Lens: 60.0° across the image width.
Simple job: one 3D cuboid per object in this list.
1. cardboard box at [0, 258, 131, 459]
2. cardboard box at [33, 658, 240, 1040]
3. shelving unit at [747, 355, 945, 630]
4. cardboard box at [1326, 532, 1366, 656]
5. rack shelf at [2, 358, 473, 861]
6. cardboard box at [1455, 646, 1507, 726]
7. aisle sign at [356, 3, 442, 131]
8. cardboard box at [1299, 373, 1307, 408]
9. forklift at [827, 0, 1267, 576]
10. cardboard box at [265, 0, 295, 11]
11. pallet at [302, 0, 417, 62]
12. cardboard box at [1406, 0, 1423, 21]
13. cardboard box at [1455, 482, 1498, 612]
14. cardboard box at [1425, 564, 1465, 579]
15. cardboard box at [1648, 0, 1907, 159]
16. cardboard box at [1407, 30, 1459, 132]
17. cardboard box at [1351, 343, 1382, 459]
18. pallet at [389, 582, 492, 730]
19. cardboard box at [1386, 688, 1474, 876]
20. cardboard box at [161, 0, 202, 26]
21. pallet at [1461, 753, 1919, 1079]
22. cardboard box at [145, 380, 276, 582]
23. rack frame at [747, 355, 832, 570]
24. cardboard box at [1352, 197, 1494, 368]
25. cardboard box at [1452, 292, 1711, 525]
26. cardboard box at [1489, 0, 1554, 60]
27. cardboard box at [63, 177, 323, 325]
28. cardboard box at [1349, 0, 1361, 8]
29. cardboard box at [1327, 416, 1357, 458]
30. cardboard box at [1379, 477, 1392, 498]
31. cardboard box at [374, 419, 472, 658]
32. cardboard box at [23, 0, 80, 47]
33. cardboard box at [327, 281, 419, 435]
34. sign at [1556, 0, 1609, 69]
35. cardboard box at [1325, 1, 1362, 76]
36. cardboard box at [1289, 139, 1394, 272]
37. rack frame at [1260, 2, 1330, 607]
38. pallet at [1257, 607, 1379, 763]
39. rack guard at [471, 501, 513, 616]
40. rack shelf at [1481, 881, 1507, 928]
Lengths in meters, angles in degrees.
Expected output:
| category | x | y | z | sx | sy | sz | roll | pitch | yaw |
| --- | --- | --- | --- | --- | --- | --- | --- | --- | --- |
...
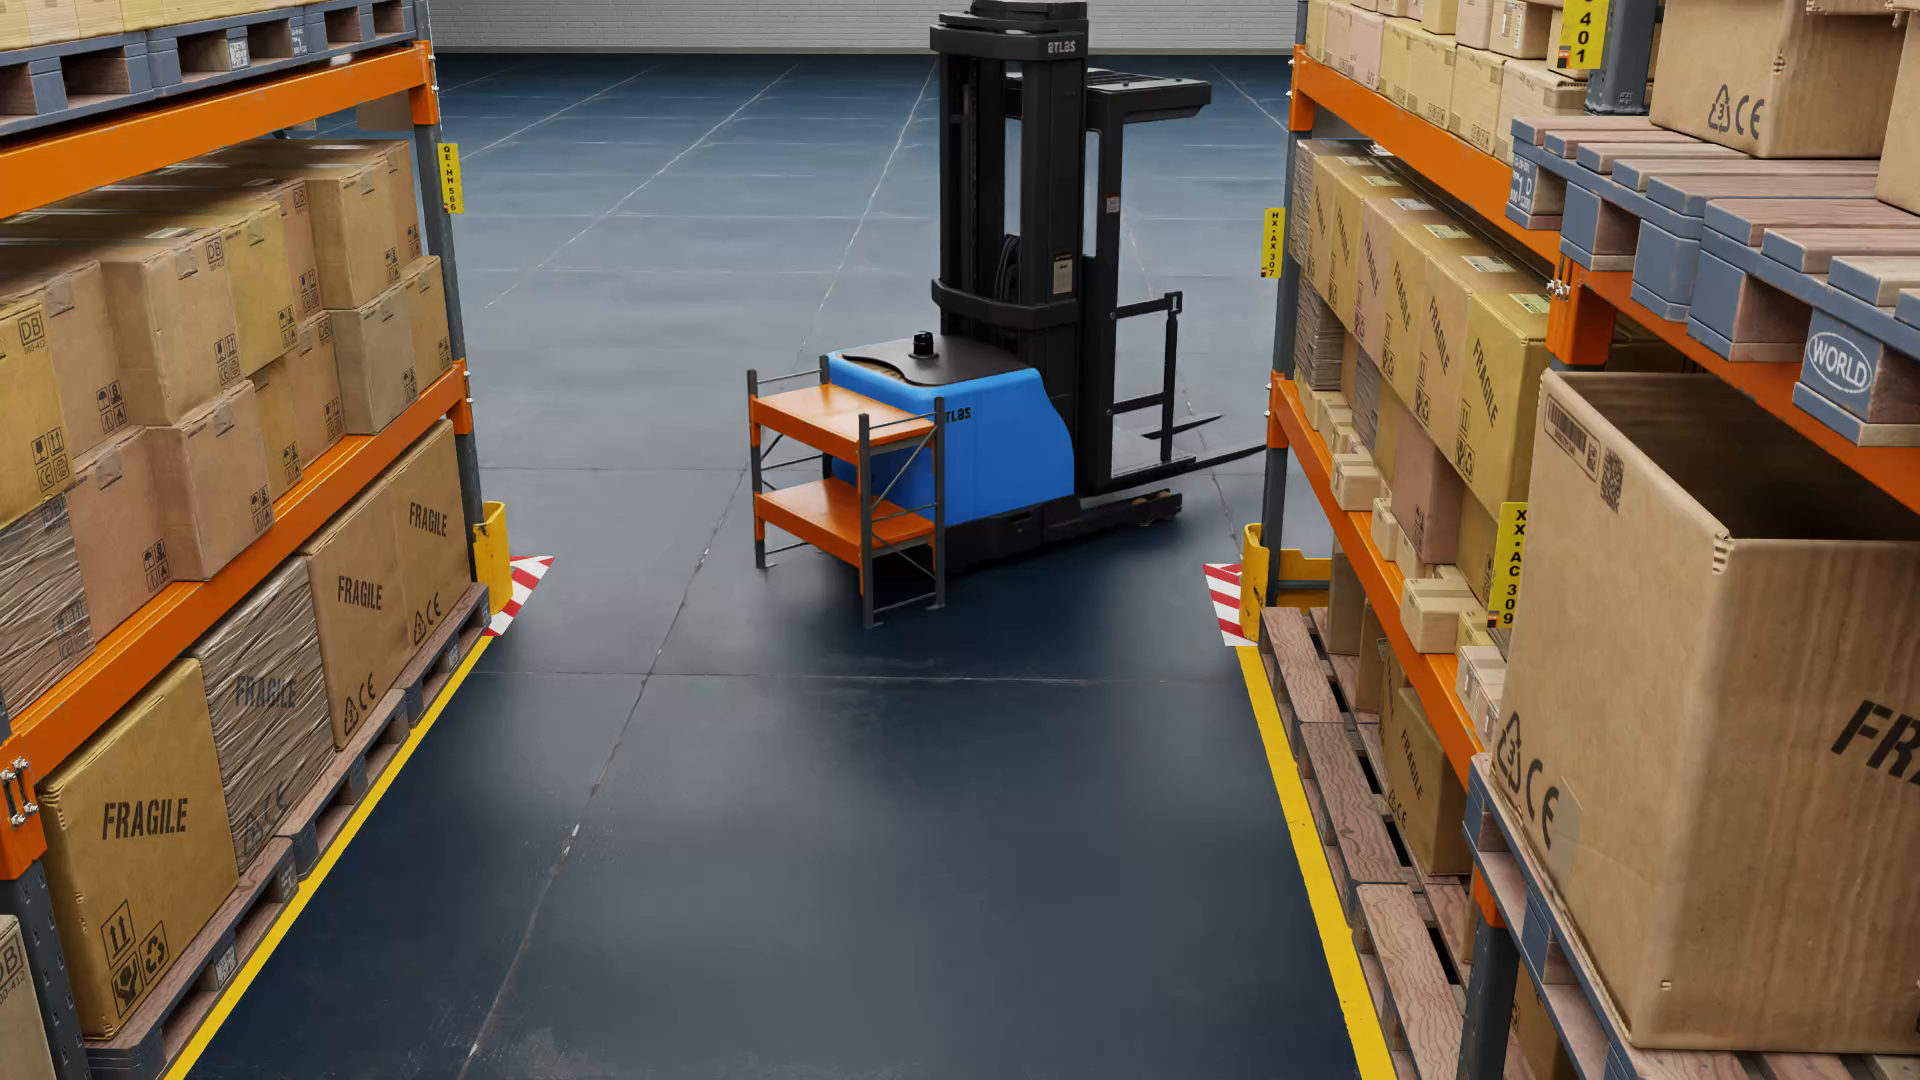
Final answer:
| category | x | y | z | sx | sy | sz | roll | pitch | yaw |
| --- | --- | --- | --- | --- | --- | --- | --- | --- | --- |
| cardboard box | -3.124 | -0.527 | 5.041 | 0.875 | 0.550 | 0.550 | 1 | 21 | 2 |
| cardboard box | -2.981 | 0.947 | 5.297 | 0.875 | 0.875 | 0.875 | 1 | 21 | 2 |
| shelving unit | -0.599 | -0.275 | 8.684 | 0.538 | 1.125 | 1.048 | -16 | 26 | -35 |
| cardboard box | 1.970 | 0.219 | 7.692 | 0.500 | 0.500 | 0.500 | 5 | 22 | 12 |
| rack shelf | -3.009 | -0.009 | 6.399 | 1.077 | 0.370 | 4.000 | 1 | 21 | 2 |
| cardboard box | 1.614 | 0.416 | 4.657 | 0.380 | 0.149 | 0.250 | 1 | 21 | 2 |
| aisle sign | -2.646 | -2.301 | 7.720 | 0.394 | 0.787 | 0.004 | 1 | 21 | 2 |
| cardboard box | 1.732 | -0.668 | 7.452 | 0.380 | 0.149 | 0.250 | 1 | 21 | 2 |
| forklift | 0.696 | -1.582 | 9.553 | 3.031 | 2.935 | 1.130 | -15 | 26 | -34 |
| cardboard box | -2.659 | -2.007 | 6.038 | 0.380 | 0.149 | 0.250 | 1 | 21 | 2 |
| pallet | -2.961 | -2.156 | 6.914 | 1.003 | 0.211 | 1.213 | 1 | 21 | 2 |
| cardboard box | 1.732 | -1.833 | 5.615 | 0.380 | 0.149 | 0.250 | 0 | 21 | 1 |
| cardboard box | 2.010 | -0.057 | 4.981 | 0.875 | 0.500 | 0.500 | 1 | 21 | 2 |
| cardboard box | 1.718 | 0.146 | 5.354 | 0.380 | 0.149 | 0.250 | 1 | 21 | 2 |
| cardboard box | 1.771 | -1.003 | 3.098 | 0.797 | 0.503 | 0.637 | 0 | 21 | -1 |
| cardboard box | 1.674 | -1.399 | 5.048 | 0.500 | 0.250 | 0.500 | 0 | 21 | 1 |
| cardboard box | 2.008 | -0.600 | 6.380 | 0.875 | 0.500 | 0.500 | 1 | 21 | 2 |
| pallet | -2.895 | 0.523 | 7.890 | 1.003 | 0.211 | 1.213 | 1 | 21 | 2 |
| cardboard box | 1.887 | 0.863 | 6.033 | 0.500 | 0.500 | 0.500 | -1 | 21 | -3 |
| cardboard box | -2.682 | -1.733 | 5.330 | 0.380 | 0.149 | 0.250 | 1 | 21 | 2 |
| pallet | 1.716 | 0.834 | 3.497 | 1.003 | 0.211 | 1.213 | 1 | 21 | 2 |
| cardboard box | -2.943 | -0.217 | 5.735 | 0.875 | 0.550 | 0.550 | 1 | 21 | 2 |
| rack frame | -0.914 | -0.420 | 9.055 | 0.500 | 1.125 | 0.032 | -16 | 26 | -35 |
| cardboard box | 1.672 | -0.889 | 5.742 | 0.500 | 0.500 | 0.500 | 1 | 21 | 2 |
| cardboard box | 1.623 | -0.347 | 4.345 | 0.500 | 0.500 | 0.500 | 1 | 21 | 2 |
| cardboard box | 1.626 | -1.352 | 4.376 | 0.380 | 0.149 | 0.250 | 0 | 21 | -1 |
| cardboard box | -3.076 | -1.106 | 6.532 | 0.875 | 0.550 | 0.550 | 1 | 21 | 2 |
| cardboard box | 1.698 | -2.110 | 6.330 | 0.380 | 0.149 | 0.250 | 1 | 21 | 4 |
| cardboard box | 1.708 | -0.397 | 6.753 | 0.380 | 0.149 | 0.250 | 1 | 21 | 2 |
| cardboard box | 1.742 | -0.125 | 6.052 | 0.380 | 0.149 | 0.250 | 1 | 21 | 2 |
| cardboard box | -2.903 | -0.026 | 7.807 | 0.875 | 0.875 | 0.875 | 1 | 21 | 2 |
| cardboard box | -2.704 | -1.456 | 4.617 | 0.380 | 0.149 | 0.250 | 1 | 21 | 2 |
| cardboard box | -2.909 | -0.803 | 7.245 | 0.875 | 0.550 | 0.550 | 1 | 21 | 2 |
| sign | 1.342 | -1.172 | 3.542 | 0.100 | 0.325 | 0.005 | 1 | 21 | 2 |
| cardboard box | 1.724 | -1.947 | 6.460 | 0.500 | 0.250 | 0.500 | 0 | 21 | 0 |
| cardboard box | 1.717 | -1.432 | 7.140 | 0.500 | 0.500 | 0.500 | 1 | 21 | 2 |
| rack frame | 2.006 | -0.976 | 7.898 | 1.000 | 3.000 | 0.127 | 1 | 21 | 2 |
| pallet | 1.944 | 0.645 | 7.575 | 1.003 | 0.211 | 1.213 | 1 | 21 | 2 |
| rack guard | -2.948 | 0.090 | 8.607 | 1.175 | 0.500 | 0.348 | 1 | 21 | 2 |
| rack shelf | 1.824 | 1.529 | 2.437 | 1.077 | 0.370 | 4.000 | 1 | 21 | 2 |
